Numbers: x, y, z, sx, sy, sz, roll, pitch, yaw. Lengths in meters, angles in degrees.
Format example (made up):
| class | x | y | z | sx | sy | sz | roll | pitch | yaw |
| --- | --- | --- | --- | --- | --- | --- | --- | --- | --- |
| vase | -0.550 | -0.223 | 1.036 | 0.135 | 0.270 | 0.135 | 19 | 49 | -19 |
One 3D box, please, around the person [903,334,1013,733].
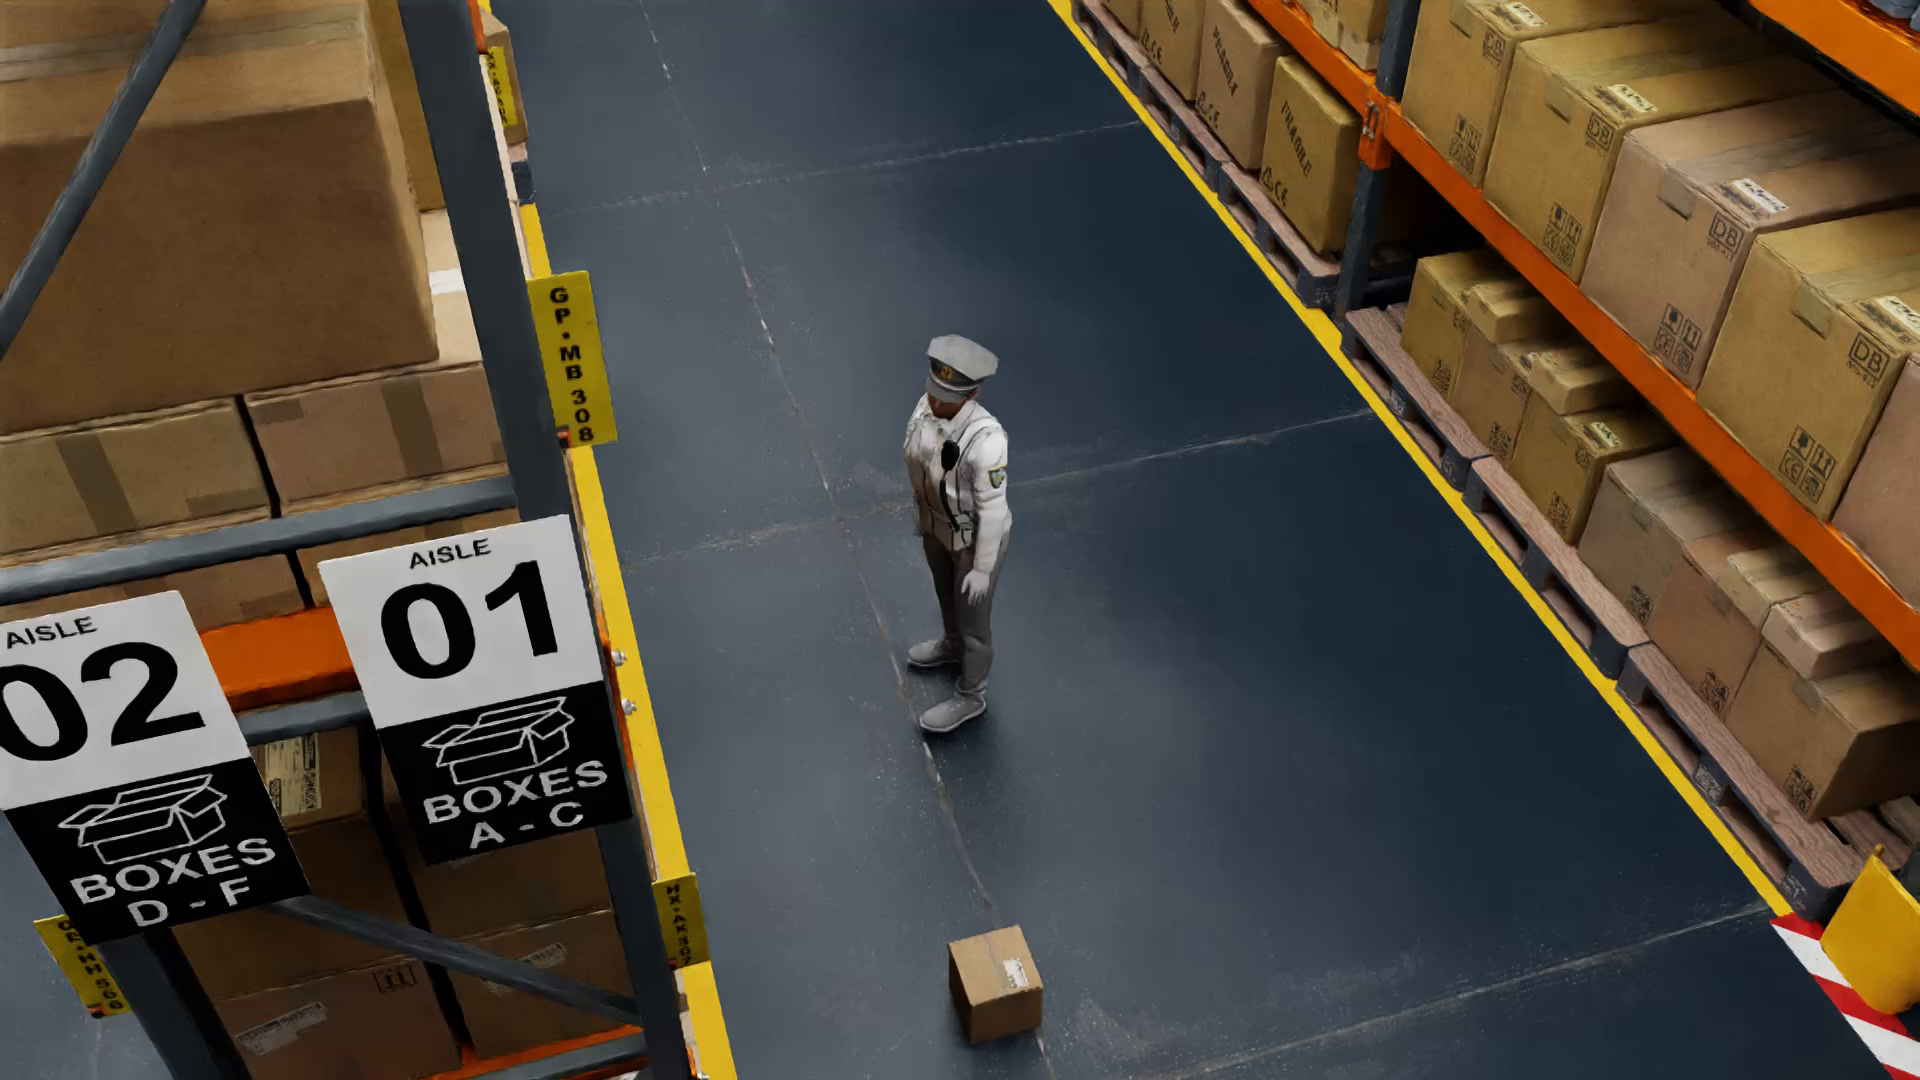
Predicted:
| class | x | y | z | sx | sy | sz | roll | pitch | yaw |
| --- | --- | --- | --- | --- | --- | --- | --- | --- | --- |
| person | -0.047 | -0.009 | 6.121 | 0.430 | 1.686 | 0.540 | -25 | 48 | -25 |
